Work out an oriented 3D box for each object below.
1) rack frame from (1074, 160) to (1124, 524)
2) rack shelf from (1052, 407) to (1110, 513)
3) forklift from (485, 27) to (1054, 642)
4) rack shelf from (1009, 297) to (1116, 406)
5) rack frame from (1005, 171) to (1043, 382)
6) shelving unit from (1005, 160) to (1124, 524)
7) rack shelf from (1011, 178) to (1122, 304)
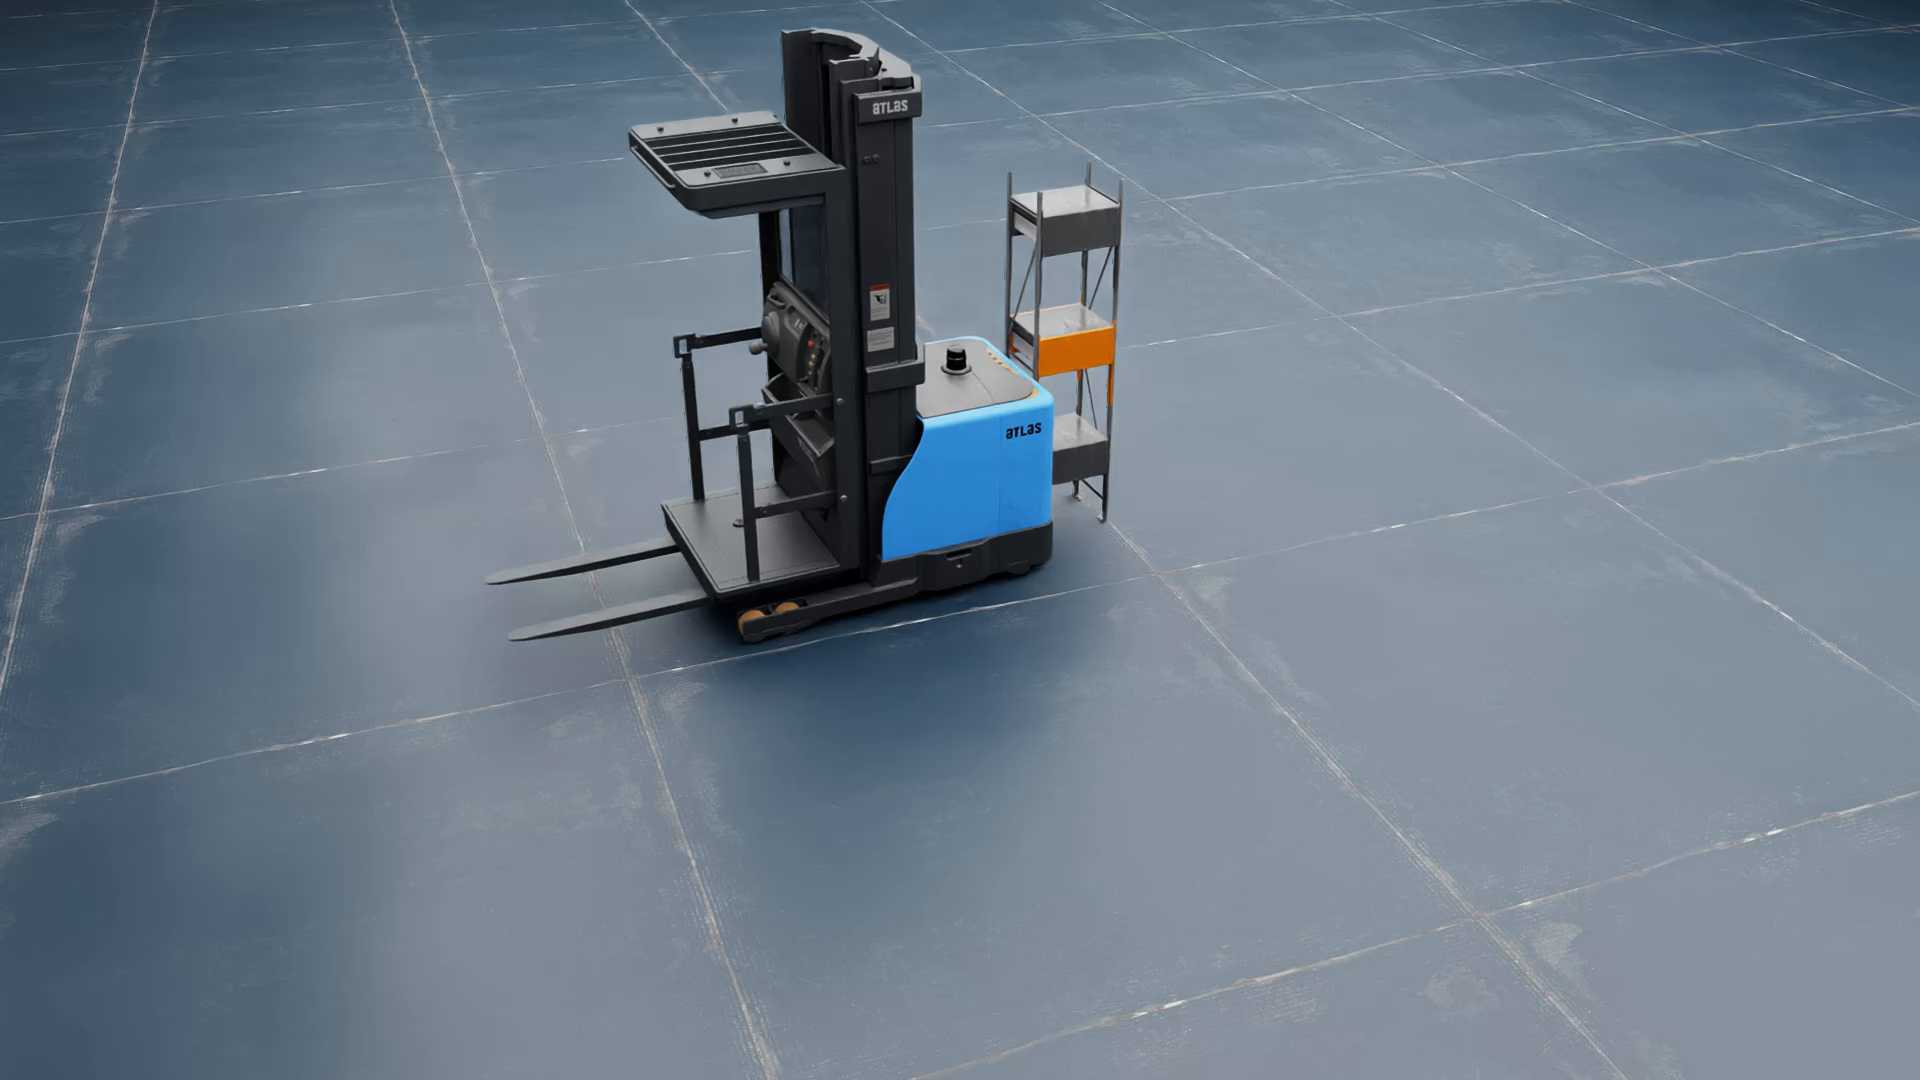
[{"bbox_3d":[0.789,-1.101,9.562,0.015,2.100,0.400,-13,32,-21],"label":"rack frame"},{"bbox_3d":[0.567,-0.432,9.828,0.480,0.518,0.431,-13,32,-21],"label":"rack shelf"},{"bbox_3d":[-1.037,-1.031,8.598,3.031,2.935,1.130,-13,32,-21],"label":"forklift"},{"bbox_3d":[0.567,-1.040,9.482,0.480,0.518,0.431,-13,32,-21],"label":"rack shelf"},{"bbox_3d":[0.345,-1.002,9.387,0.015,2.100,0.400,-13,32,-21],"label":"rack frame"},{"bbox_3d":[0.567,-1.052,9.475,0.503,2.100,0.431,-13,32,-21],"label":"shelving unit"},{"bbox_3d":[0.567,-1.648,9.135,0.480,0.518,0.431,-13,32,-21],"label":"rack shelf"}]
